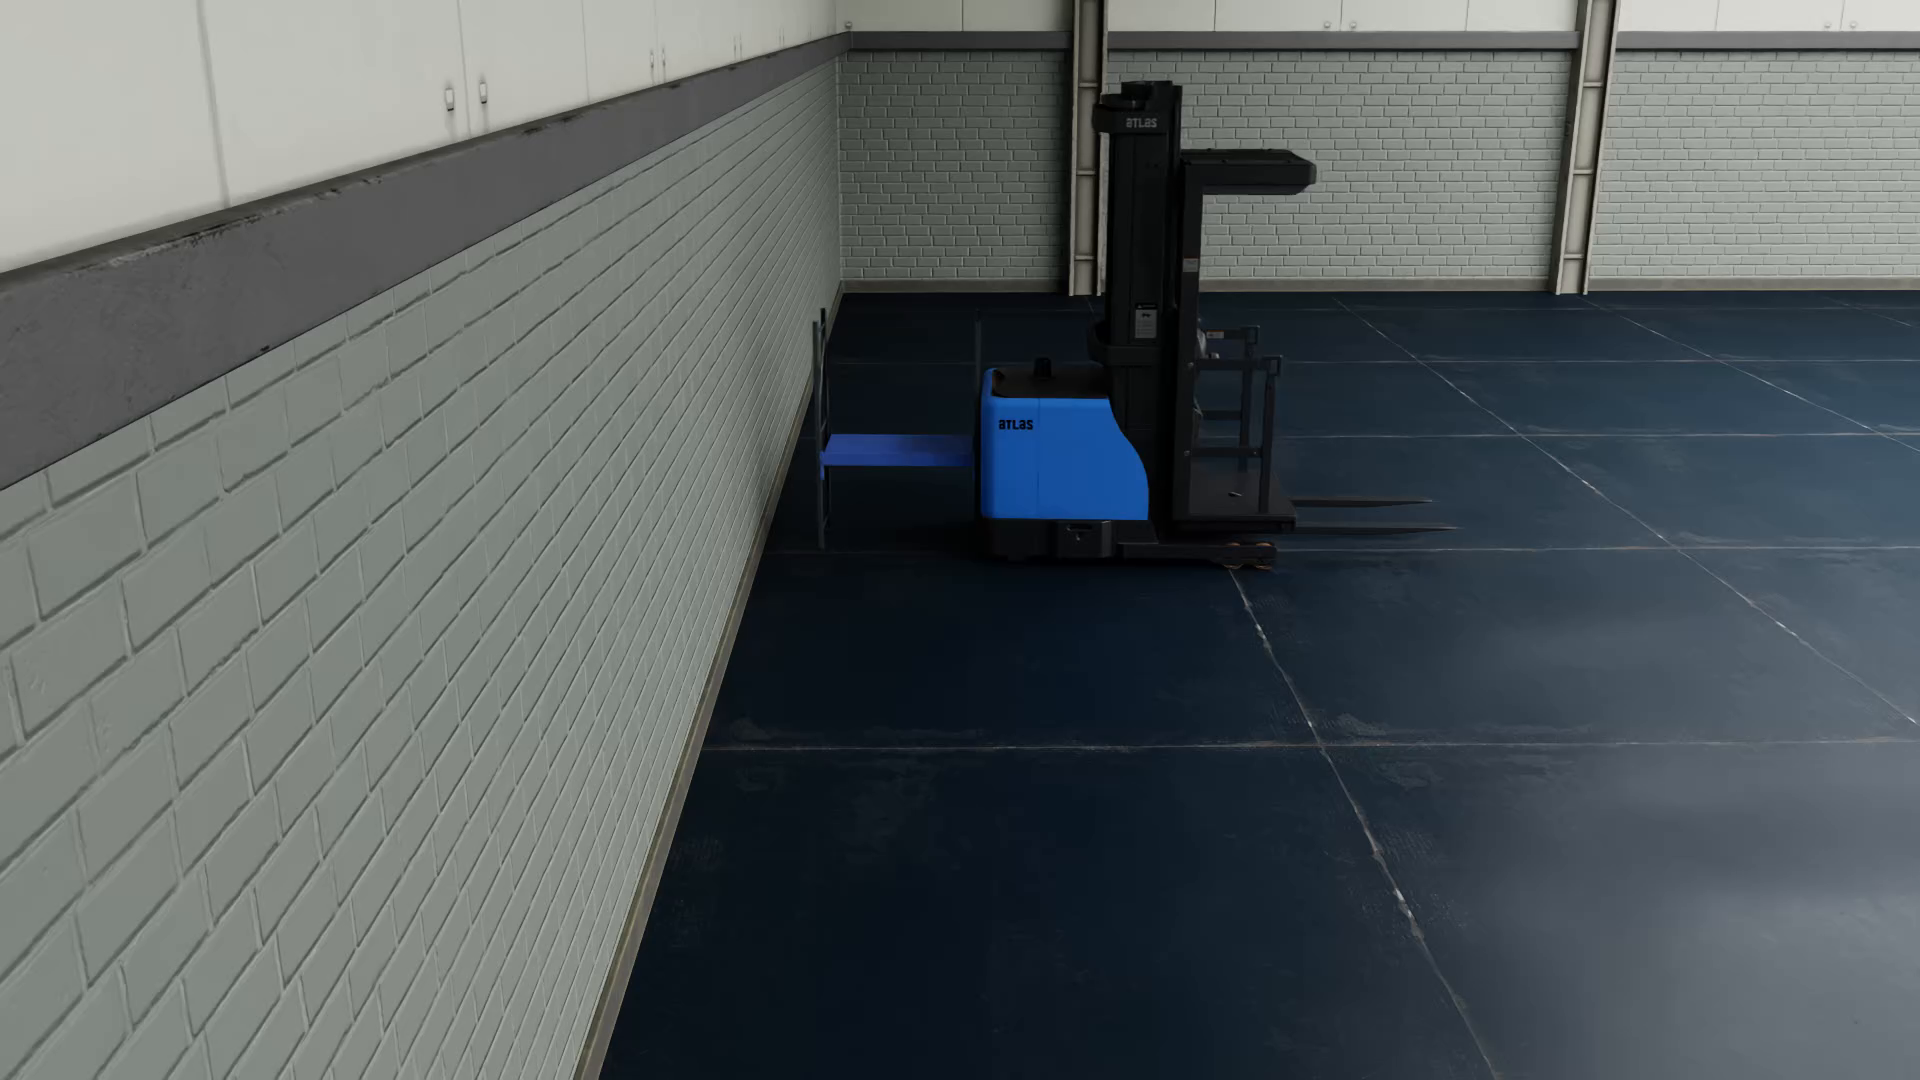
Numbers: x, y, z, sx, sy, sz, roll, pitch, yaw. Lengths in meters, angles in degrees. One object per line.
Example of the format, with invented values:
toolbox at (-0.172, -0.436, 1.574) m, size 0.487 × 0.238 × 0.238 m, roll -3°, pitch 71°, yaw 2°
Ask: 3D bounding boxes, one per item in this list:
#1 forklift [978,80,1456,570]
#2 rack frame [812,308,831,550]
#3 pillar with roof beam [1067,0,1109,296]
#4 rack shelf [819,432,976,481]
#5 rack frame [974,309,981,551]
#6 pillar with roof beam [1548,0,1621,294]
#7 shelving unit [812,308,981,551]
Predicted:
forklift at (1.646, -1.376, 10.537) m, size 3.031 × 2.935 × 1.130 m, roll 1°, pitch 18°, yaw 2°
rack frame at (-0.900, -0.728, 10.861) m, size 0.032 × 1.500 × 0.500 m, roll 1°, pitch 18°, yaw 2°
pillar with roof beam at (1.595, -6.012, 15.055) m, size 0.400 × 9.000 × 9.100 m, roll 0°, pitch 18°, yaw -1°
rack shelf at (-0.392, -0.551, 10.900) m, size 1.000 × 0.185 × 0.538 m, roll 1°, pitch 18°, yaw 2°
rack frame at (0.116, -0.718, 10.829) m, size 0.032 × 1.500 × 0.500 m, roll 1°, pitch 18°, yaw 2°
pillar with roof beam at (7.594, -6.040, 15.146) m, size 0.400 × 9.000 × 9.100 m, roll 0°, pitch 18°, yaw -1°
shelving unit at (-0.392, -0.723, 10.845) m, size 1.048 × 1.500 × 0.538 m, roll 1°, pitch 18°, yaw 2°
